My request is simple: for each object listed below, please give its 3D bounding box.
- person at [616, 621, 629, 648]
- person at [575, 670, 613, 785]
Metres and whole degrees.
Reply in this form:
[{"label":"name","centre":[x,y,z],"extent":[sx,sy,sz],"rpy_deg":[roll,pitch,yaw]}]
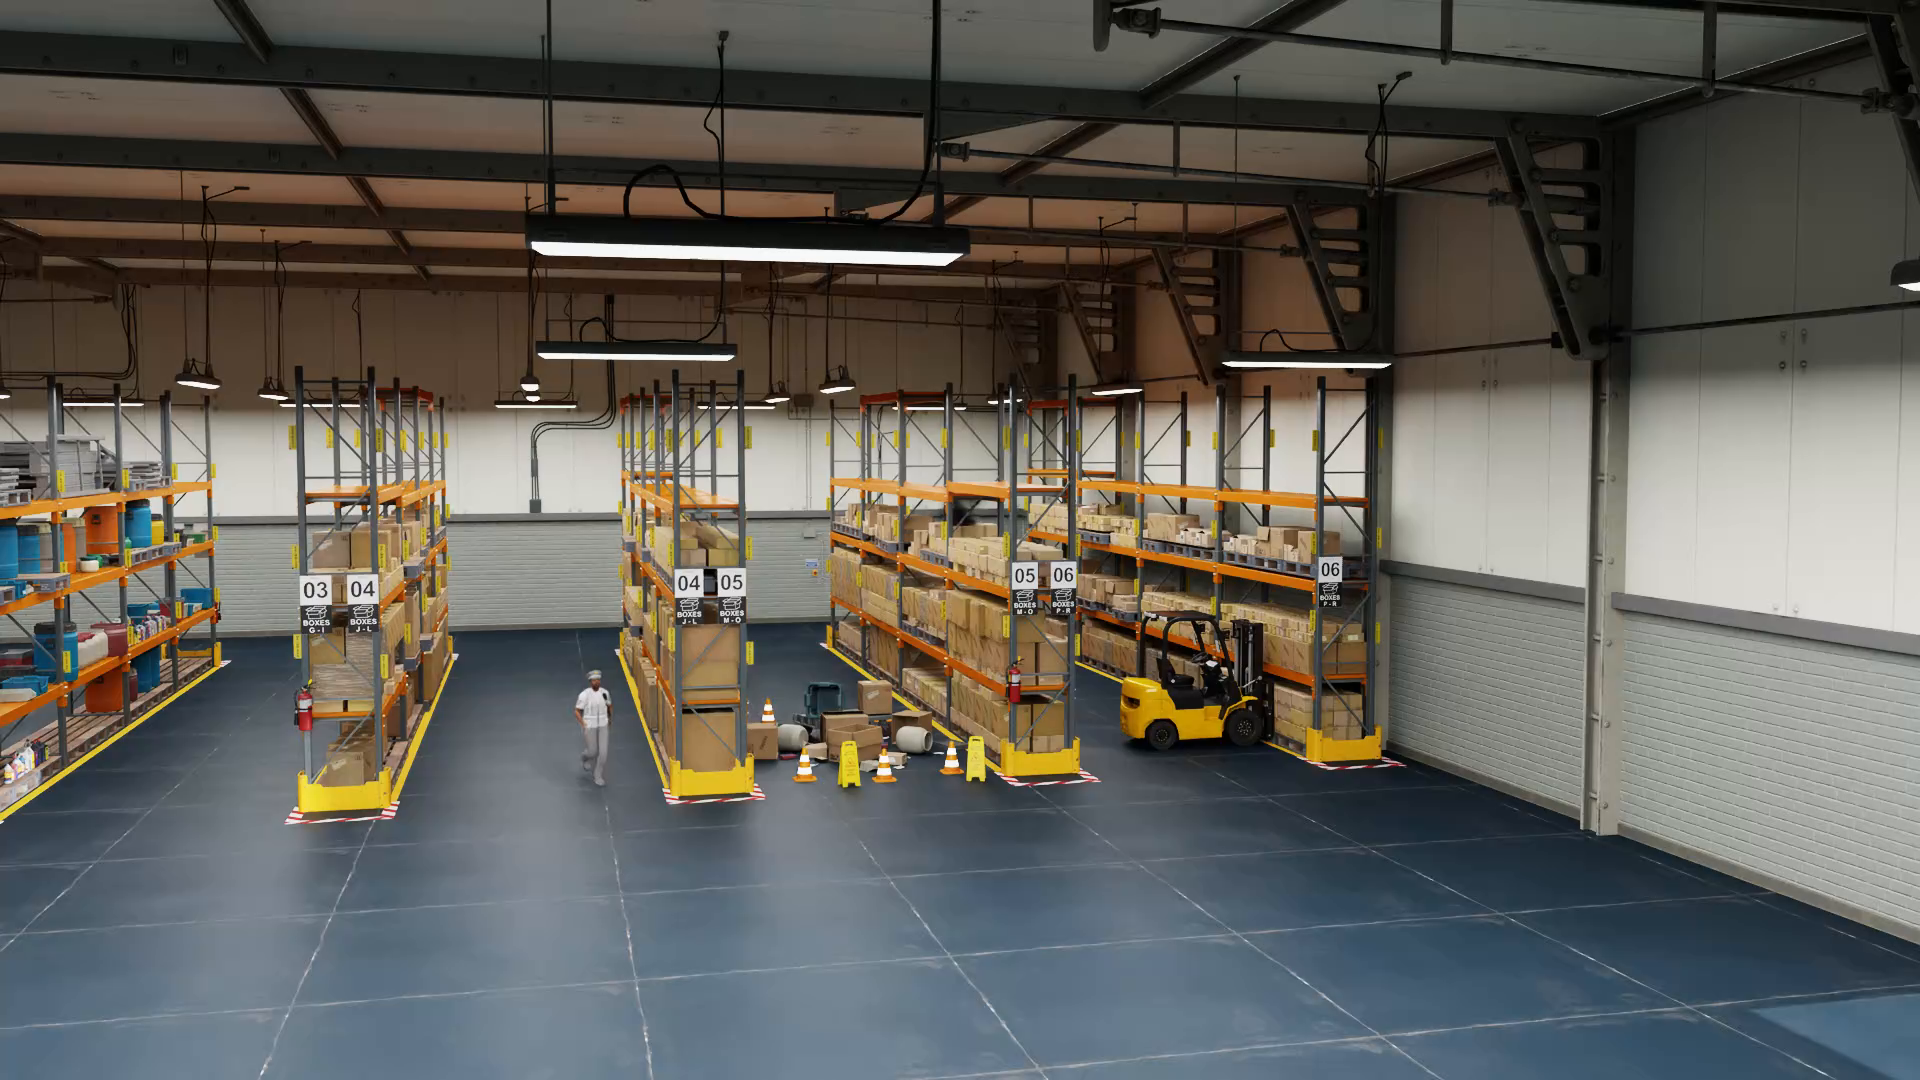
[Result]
[{"label":"person","centre":[-7.918,1.771,40.263],"extent":[0.793,1.720,0.702],"rpy_deg":[-2,4,-26]},{"label":"person","centre":[-5.337,2.727,24.362],"extent":[0.586,1.665,0.557],"rpy_deg":[-2,4,-30]}]
